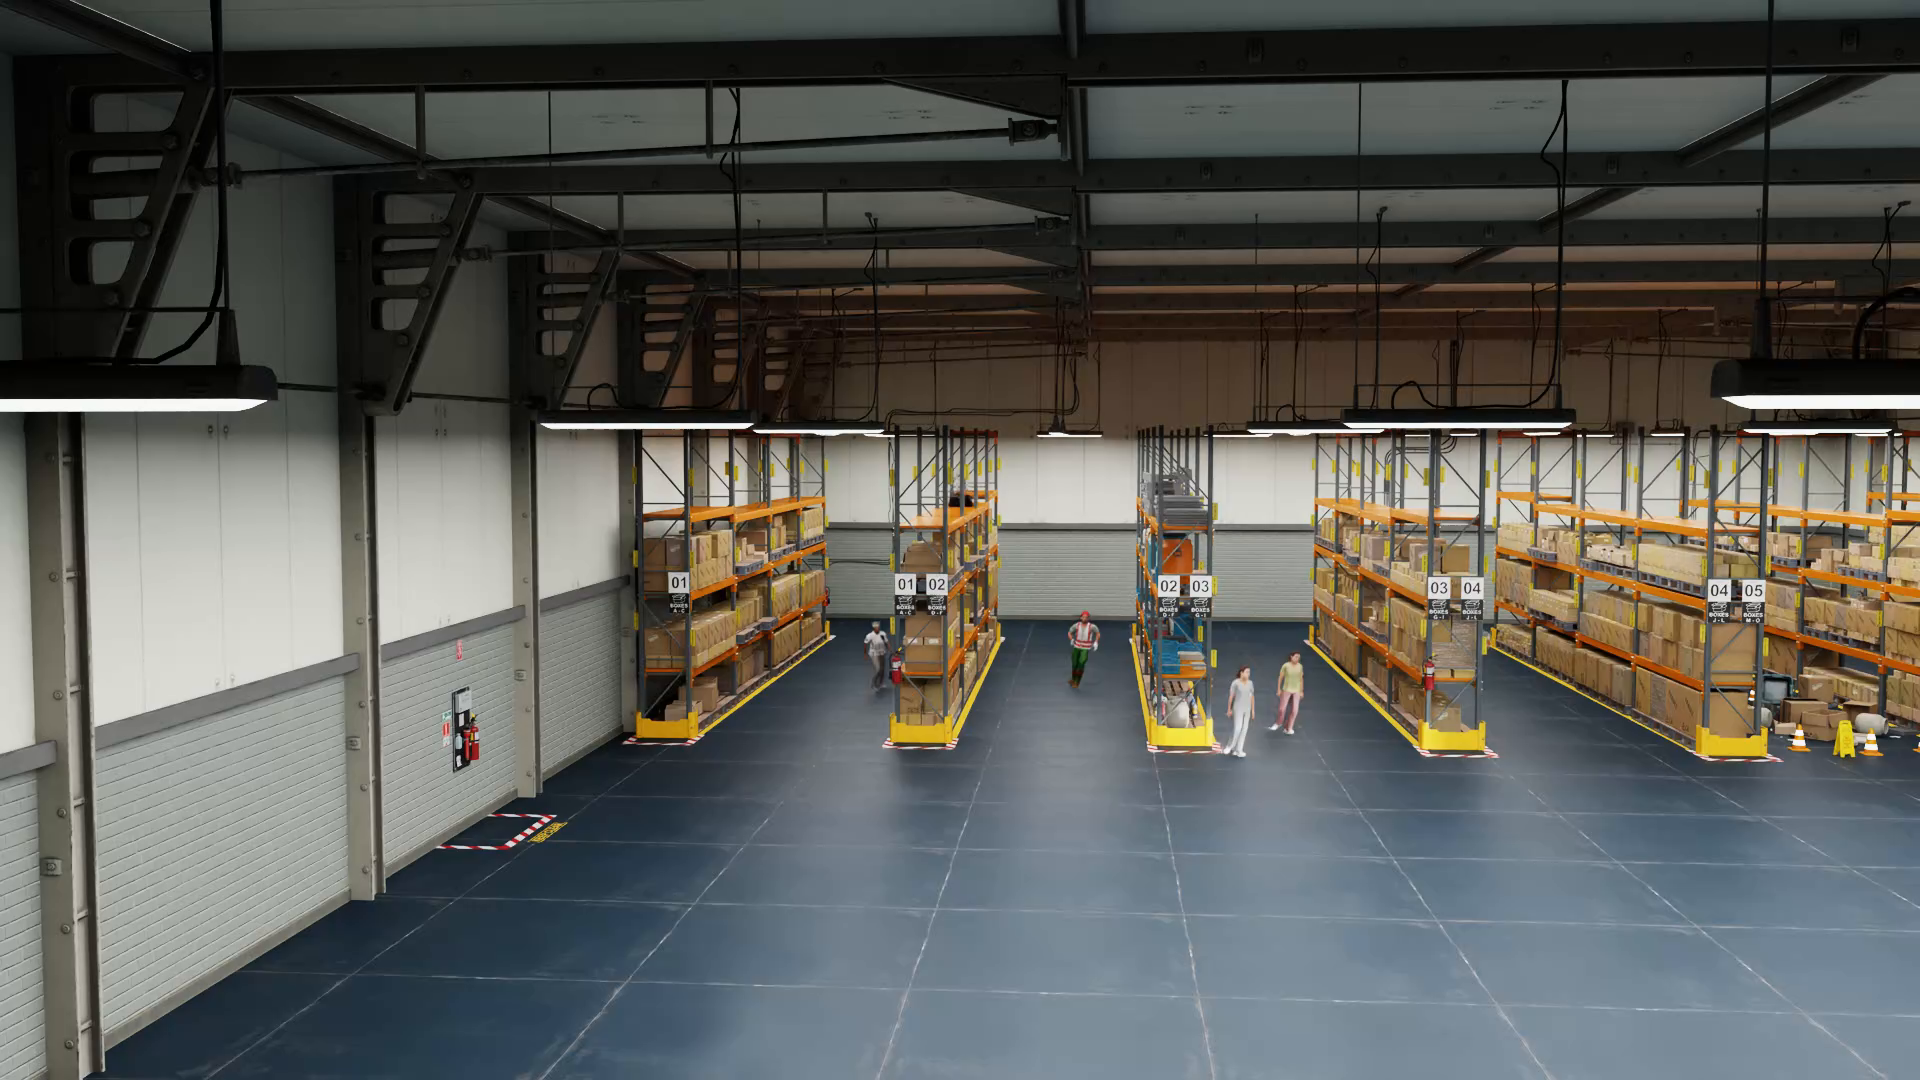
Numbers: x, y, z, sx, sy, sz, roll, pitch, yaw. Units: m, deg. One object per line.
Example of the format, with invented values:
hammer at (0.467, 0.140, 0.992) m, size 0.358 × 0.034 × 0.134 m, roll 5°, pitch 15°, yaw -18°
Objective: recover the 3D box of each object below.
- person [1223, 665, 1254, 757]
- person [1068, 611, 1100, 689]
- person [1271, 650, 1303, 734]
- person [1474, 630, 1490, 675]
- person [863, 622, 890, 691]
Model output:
person at (5.035, 3.085, 29.982) m, size 0.548 × 1.647 × 0.429 m, roll -2°, pitch 4°, yaw -25°
person at (2.840, 2.534, 38.513) m, size 0.734 × 1.800 × 0.700 m, roll 1°, pitch 4°, yaw 14°
person at (6.370, 2.944, 32.359) m, size 0.607 × 1.648 × 0.449 m, roll 0°, pitch 3°, yaw -7°
person at (12.307, 2.638, 39.527) m, size 0.562 × 1.422 × 0.767 m, roll 1°, pitch 4°, yaw 16°
person at (-1.846, 2.662, 38.034) m, size 0.605 × 1.637 × 0.751 m, roll -2°, pitch 4°, yaw -36°
